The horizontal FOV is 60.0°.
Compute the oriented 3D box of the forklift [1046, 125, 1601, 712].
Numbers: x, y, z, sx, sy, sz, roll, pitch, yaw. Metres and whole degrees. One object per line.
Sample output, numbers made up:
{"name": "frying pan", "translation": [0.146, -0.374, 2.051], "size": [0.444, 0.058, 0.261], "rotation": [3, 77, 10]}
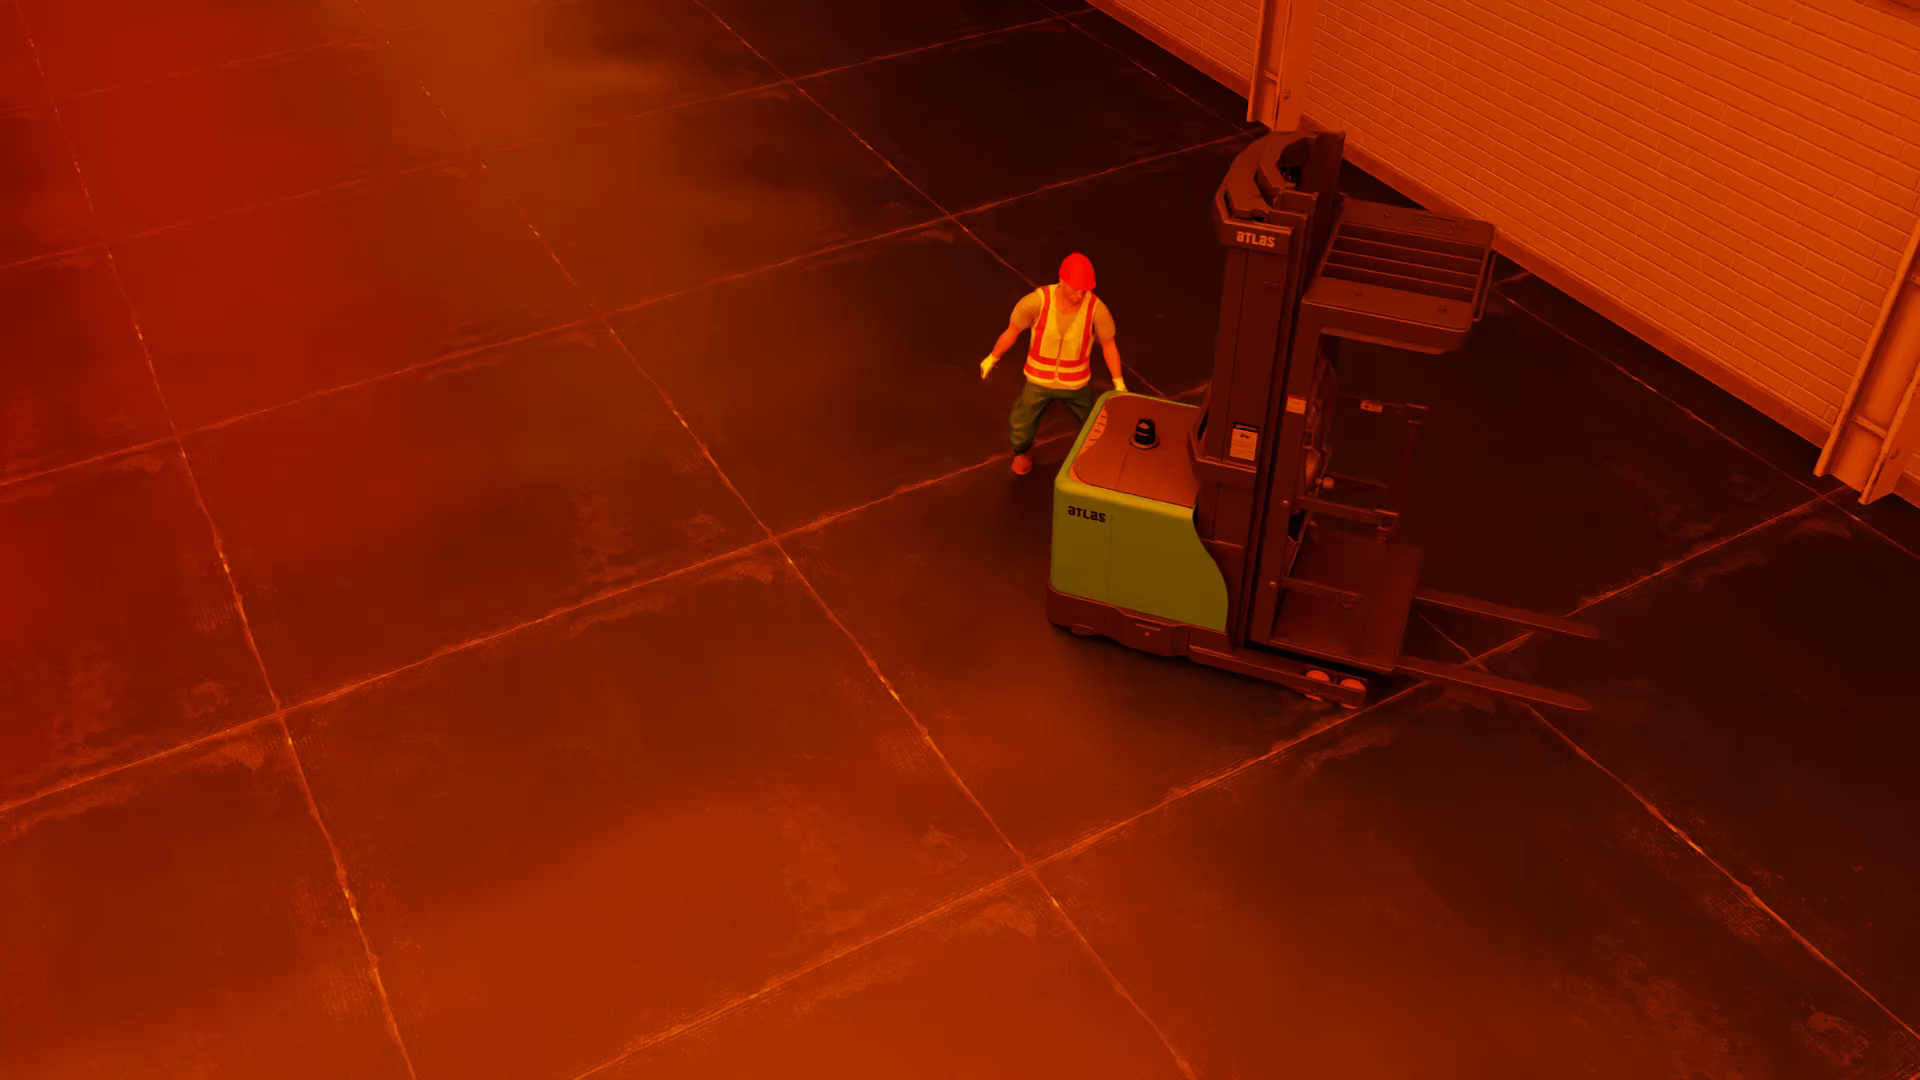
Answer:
{"name": "forklift", "translation": [2.073, -0.581, 8.736], "size": [3.031, 2.935, 1.130], "rotation": [13, 42, 16]}

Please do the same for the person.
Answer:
{"name": "person", "translation": [0.583, -1.024, 10.247], "size": [0.923, 1.692, 0.490], "rotation": [3, 40, 4]}
